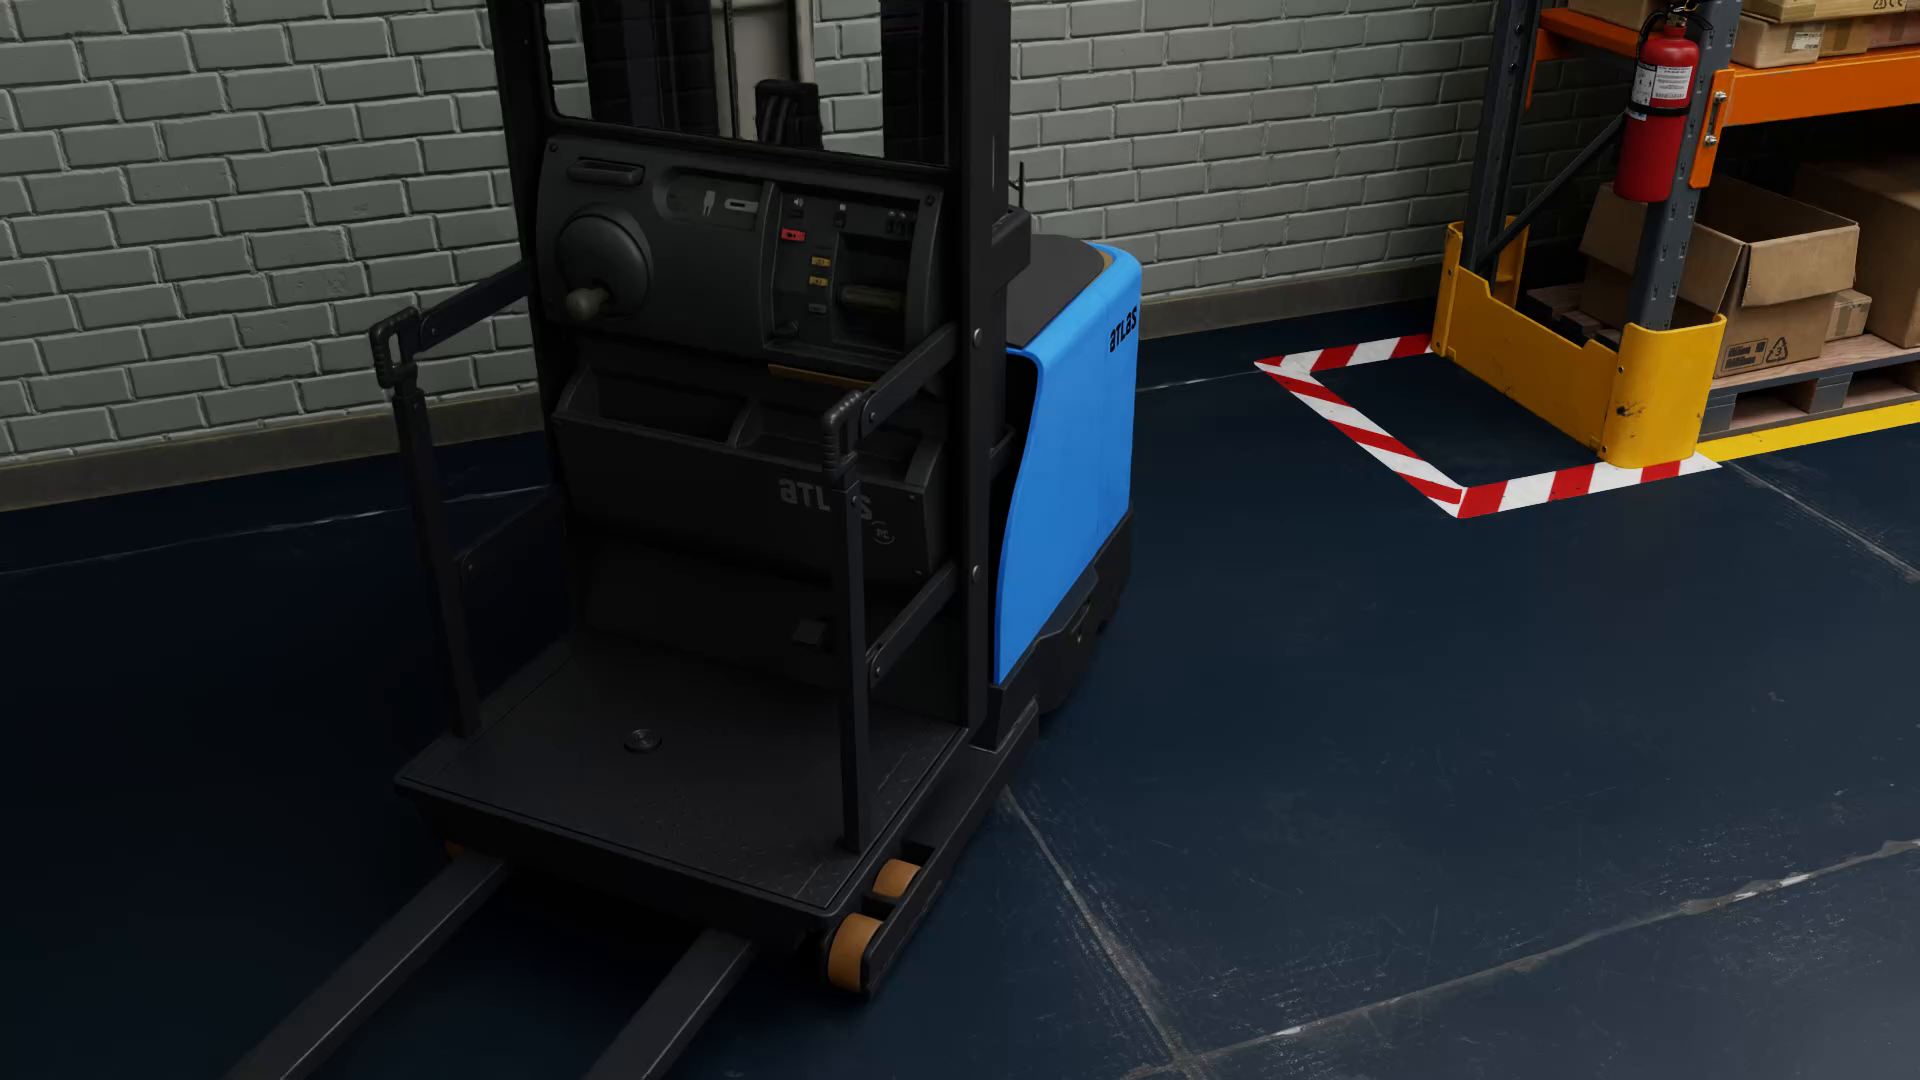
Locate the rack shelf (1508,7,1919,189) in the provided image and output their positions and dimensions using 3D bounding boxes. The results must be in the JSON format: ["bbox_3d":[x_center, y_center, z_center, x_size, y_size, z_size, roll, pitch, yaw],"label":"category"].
[{"bbox_3d":[4.010,-1.856,6.204,4.000,0.370,1.077,-10,31,-18],"label":"rack shelf"}]

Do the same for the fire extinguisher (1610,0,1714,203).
[{"bbox_3d":[2.159,-1.388,5.111,0.183,0.674,0.296,-10,31,-18],"label":"fire extinguisher"}]

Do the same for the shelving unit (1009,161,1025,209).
[{"bbox_3d":[0.046,-0.576,5.049,0.189,1.200,0.258,-13,32,-22],"label":"shelving unit"}]

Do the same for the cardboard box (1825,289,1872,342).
[{"bbox_3d":[3.154,-0.884,6.227,0.250,0.149,0.380,-12,32,-20],"label":"cardboard box"}]

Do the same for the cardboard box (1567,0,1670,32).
[{"bbox_3d":[2.353,-1.896,5.802,0.250,0.149,0.380,-11,31,-18],"label":"cardboard box"}]

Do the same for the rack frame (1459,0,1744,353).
[{"bbox_3d":[2.136,-1.823,5.420,0.127,3.000,1.000,-10,31,-18],"label":"rack frame"}]

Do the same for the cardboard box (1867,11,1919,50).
[{"bbox_3d":[2.996,-1.771,5.581,0.250,0.149,0.380,-11,31,-18],"label":"cardboard box"}]

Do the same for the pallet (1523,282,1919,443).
[{"bbox_3d":[2.954,-0.763,6.376,1.213,0.211,1.003,-10,31,-18],"label":"pallet"}]

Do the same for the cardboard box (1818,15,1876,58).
[{"bbox_3d":[2.762,-1.709,5.473,0.250,0.149,0.380,-10,31,-16],"label":"cardboard box"}]

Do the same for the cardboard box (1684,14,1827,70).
[{"bbox_3d":[2.540,-1.644,5.359,0.250,0.149,0.380,-11,31,-18],"label":"cardboard box"}]

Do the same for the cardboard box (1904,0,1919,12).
[{"bbox_3d":[3.127,-1.928,5.455,0.500,0.250,0.500,-10,31,-17],"label":"cardboard box"}]

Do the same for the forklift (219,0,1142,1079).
[{"bbox_3d":[-0.555,-0.550,3.254,1.130,2.935,3.031,12,32,20],"label":"forklift"}]

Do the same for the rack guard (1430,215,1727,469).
[{"bbox_3d":[2.207,-0.750,6.062,0.348,0.500,1.175,-10,31,-18],"label":"rack guard"}]

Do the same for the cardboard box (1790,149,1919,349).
[{"bbox_3d":[3.557,-1.111,6.271,0.500,0.500,0.700,-9,31,-16],"label":"cardboard box"}]

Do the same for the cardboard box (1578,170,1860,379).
[{"bbox_3d":[2.742,-0.983,6.043,0.637,0.503,0.797,-12,32,-20],"label":"cardboard box"}]

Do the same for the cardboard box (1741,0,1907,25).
[{"bbox_3d":[2.655,-1.841,5.302,0.500,0.250,0.500,-10,31,-17],"label":"cardboard box"}]

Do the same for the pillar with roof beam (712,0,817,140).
[{"bbox_3d":[0.796,-2.386,0.347,0.400,9.000,9.100,-10,31,-18],"label":"pillar with roof beam"}]

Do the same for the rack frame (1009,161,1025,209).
[{"bbox_3d":[0.128,-0.595,5.083,0.006,1.200,0.240,-13,32,-22],"label":"rack frame"}]
